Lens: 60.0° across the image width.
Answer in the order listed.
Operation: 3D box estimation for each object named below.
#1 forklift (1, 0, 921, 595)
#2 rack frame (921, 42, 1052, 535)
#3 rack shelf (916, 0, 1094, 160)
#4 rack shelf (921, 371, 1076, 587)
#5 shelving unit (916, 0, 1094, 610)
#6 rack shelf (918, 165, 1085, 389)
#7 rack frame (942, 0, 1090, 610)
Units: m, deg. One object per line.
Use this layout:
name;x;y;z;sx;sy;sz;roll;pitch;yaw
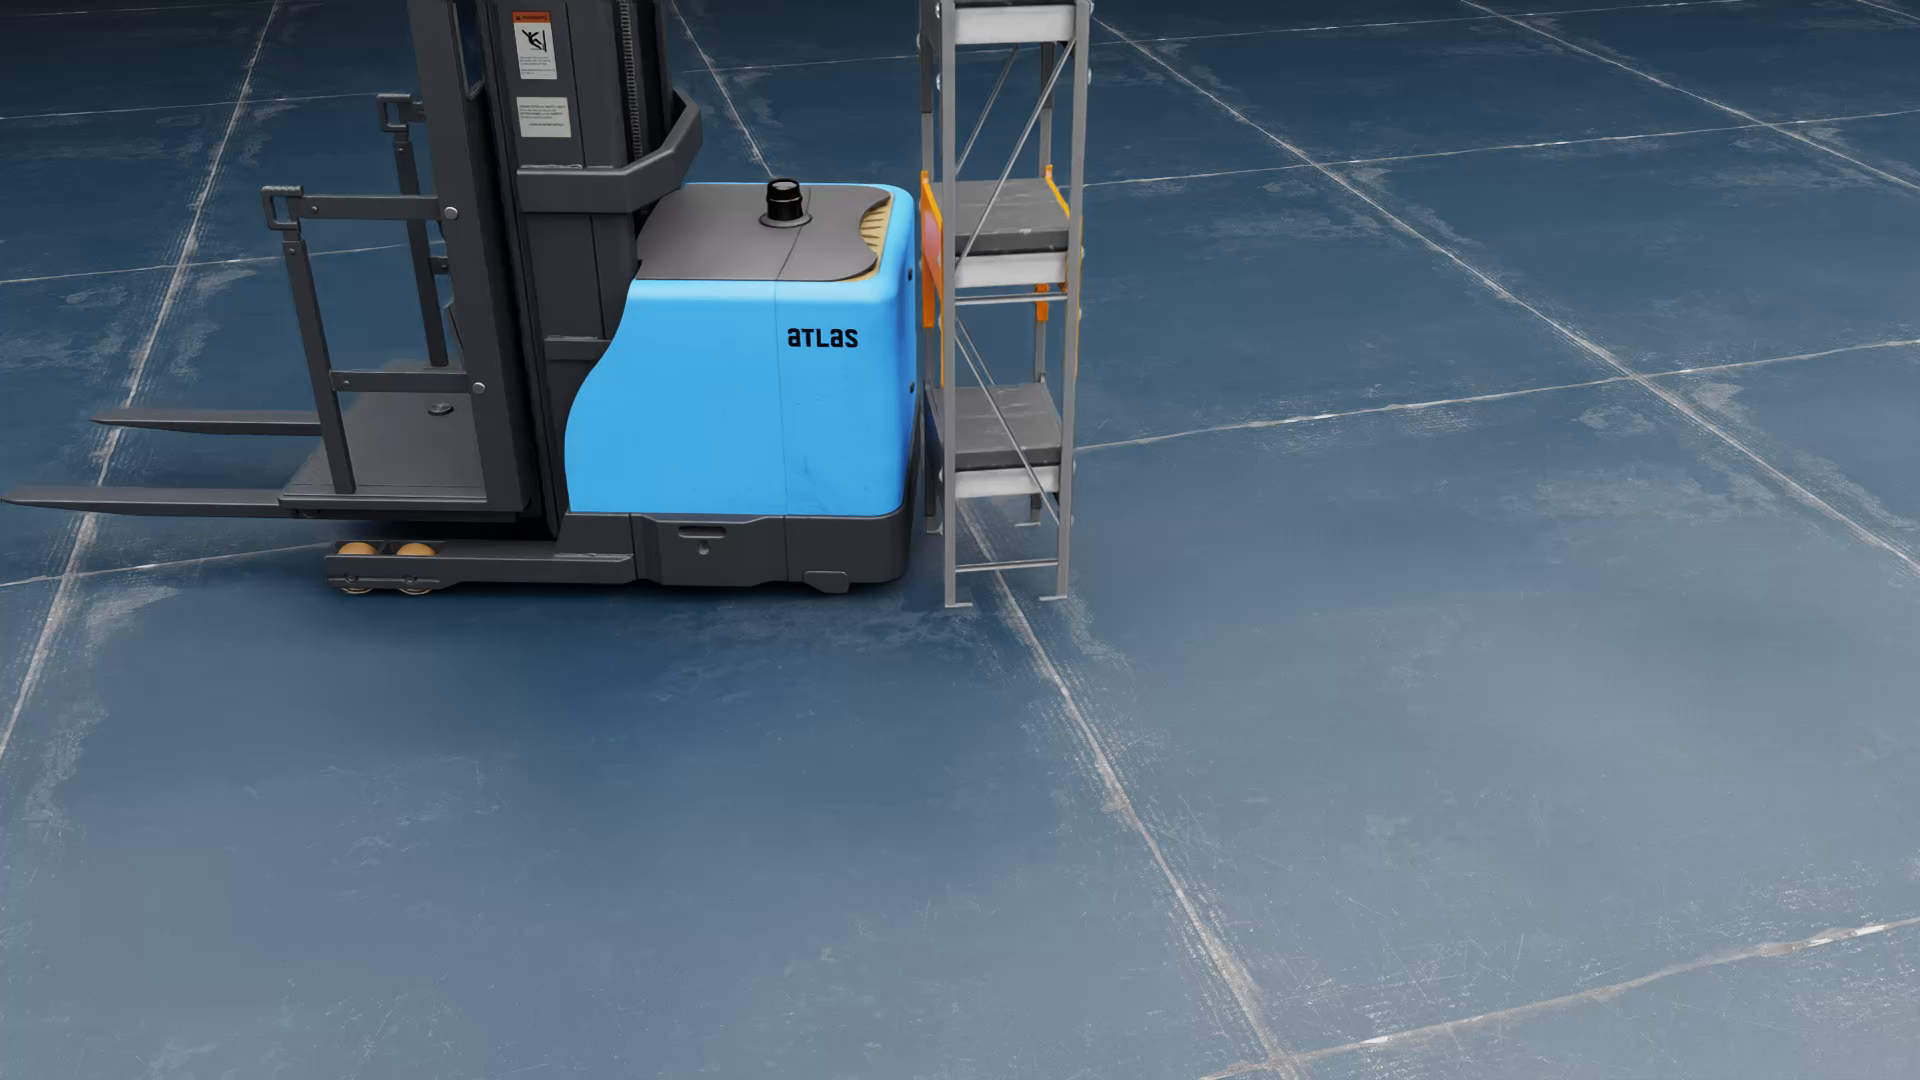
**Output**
forklift;-1.674;-1.353;5.161;3.031;2.935;1.130;1;30;2
rack frame;0.082;-0.944;5.284;0.400;2.100;0.015;-4;30;-7
rack shelf;0.116;-1.417;4.731;0.431;0.518;0.480;-4;30;-7
rack shelf;0.116;-0.205;5.433;0.431;0.518;0.480;-4;30;-7
shelving unit;0.116;-0.823;5.075;0.431;2.100;0.503;-4;30;-7
rack shelf;0.116;-0.811;5.082;0.431;0.518;0.480;-4;30;-7
rack frame;0.149;-0.701;4.866;0.400;2.100;0.015;-4;30;-7
